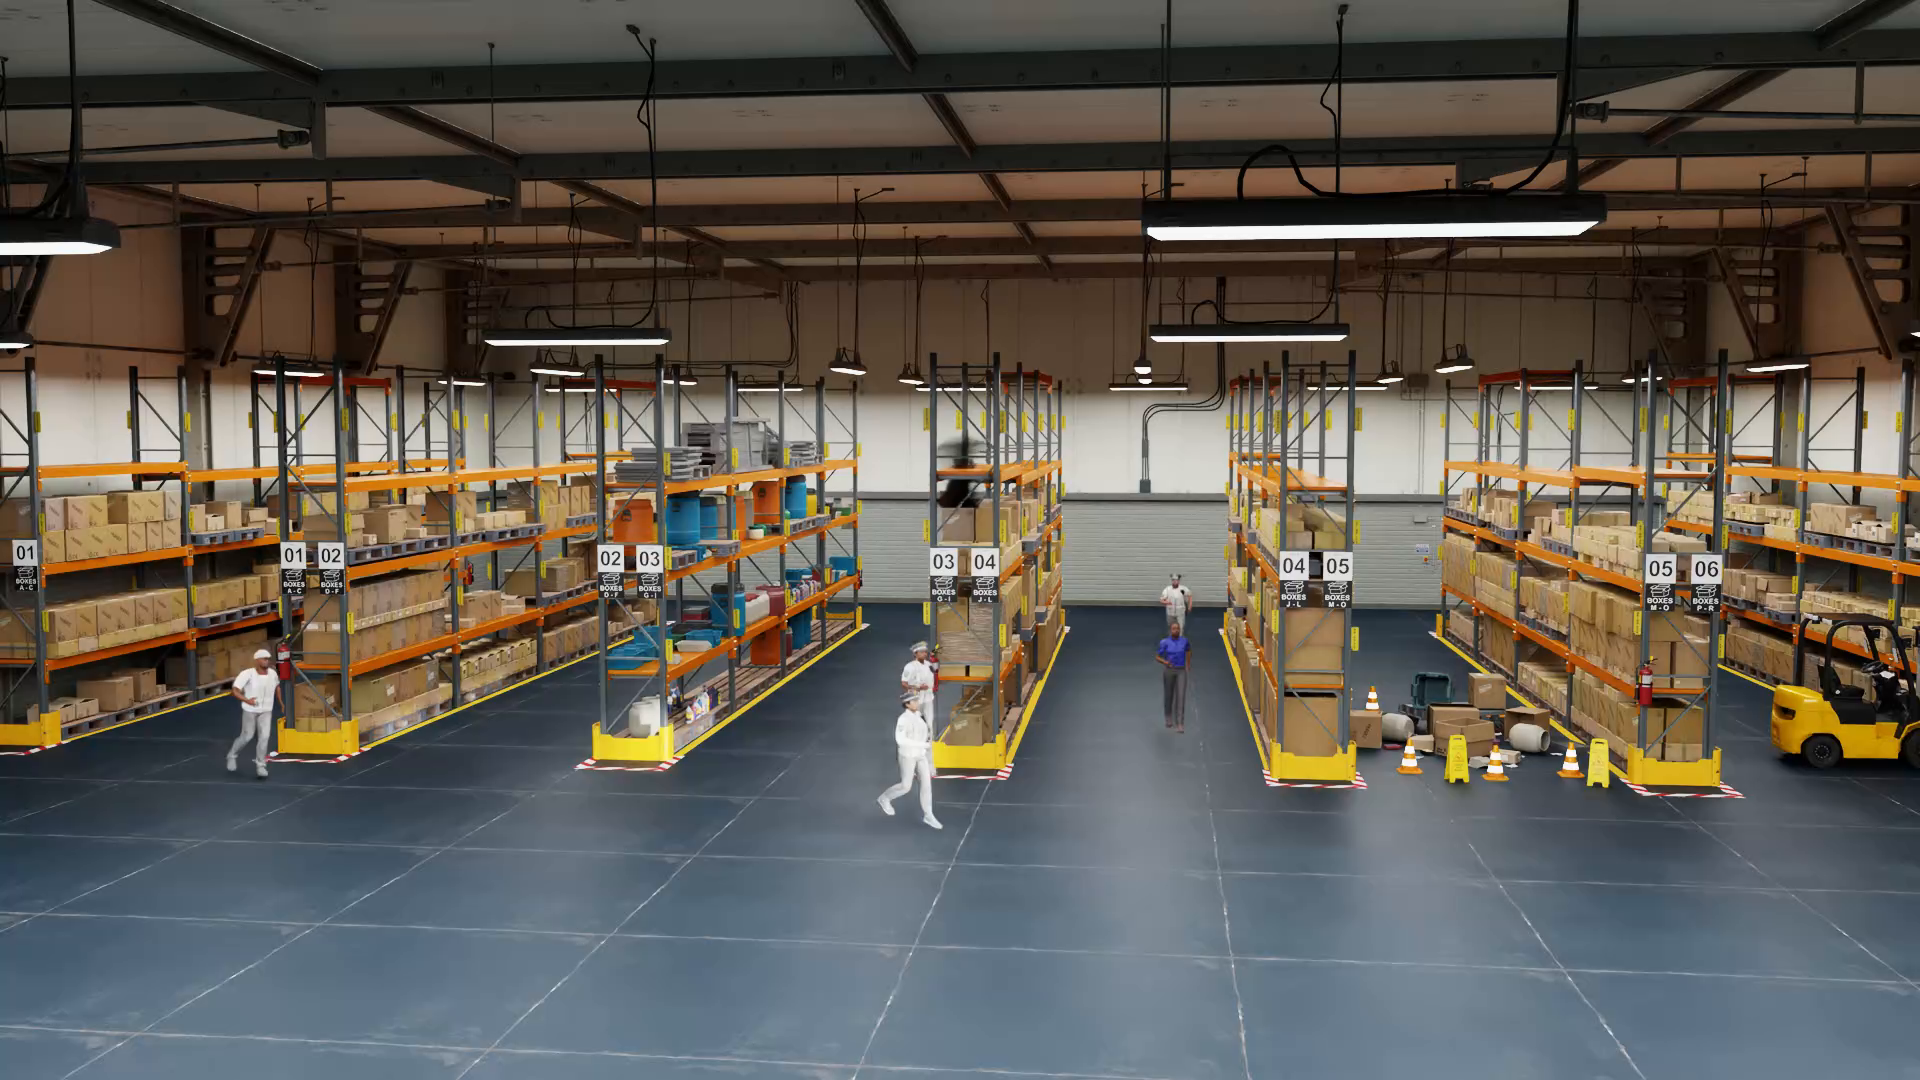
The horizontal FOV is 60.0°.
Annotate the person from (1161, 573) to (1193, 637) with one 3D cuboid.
[{"bbox_3d":[4.625,1.604,35.564,0.669,1.800,0.969,1,4,12],"label":"person"}]

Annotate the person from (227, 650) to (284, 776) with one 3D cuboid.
[{"bbox_3d":[-9.992,2.442,23.736,0.893,1.743,0.768,3,5,40],"label":"person"}]

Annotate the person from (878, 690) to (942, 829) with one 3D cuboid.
[{"bbox_3d":[-0.615,2.693,20.623,0.926,1.703,0.615,3,5,34],"label":"person"}]

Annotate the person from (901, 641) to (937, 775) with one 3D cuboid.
[{"bbox_3d":[-0.548,2.275,22.710,0.581,1.800,0.632,-2,5,-31],"label":"person"}]

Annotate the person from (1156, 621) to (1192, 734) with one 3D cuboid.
[{"bbox_3d":[3.285,2.083,25.459,0.587,1.681,0.860,0,4,-1],"label":"person"}]
